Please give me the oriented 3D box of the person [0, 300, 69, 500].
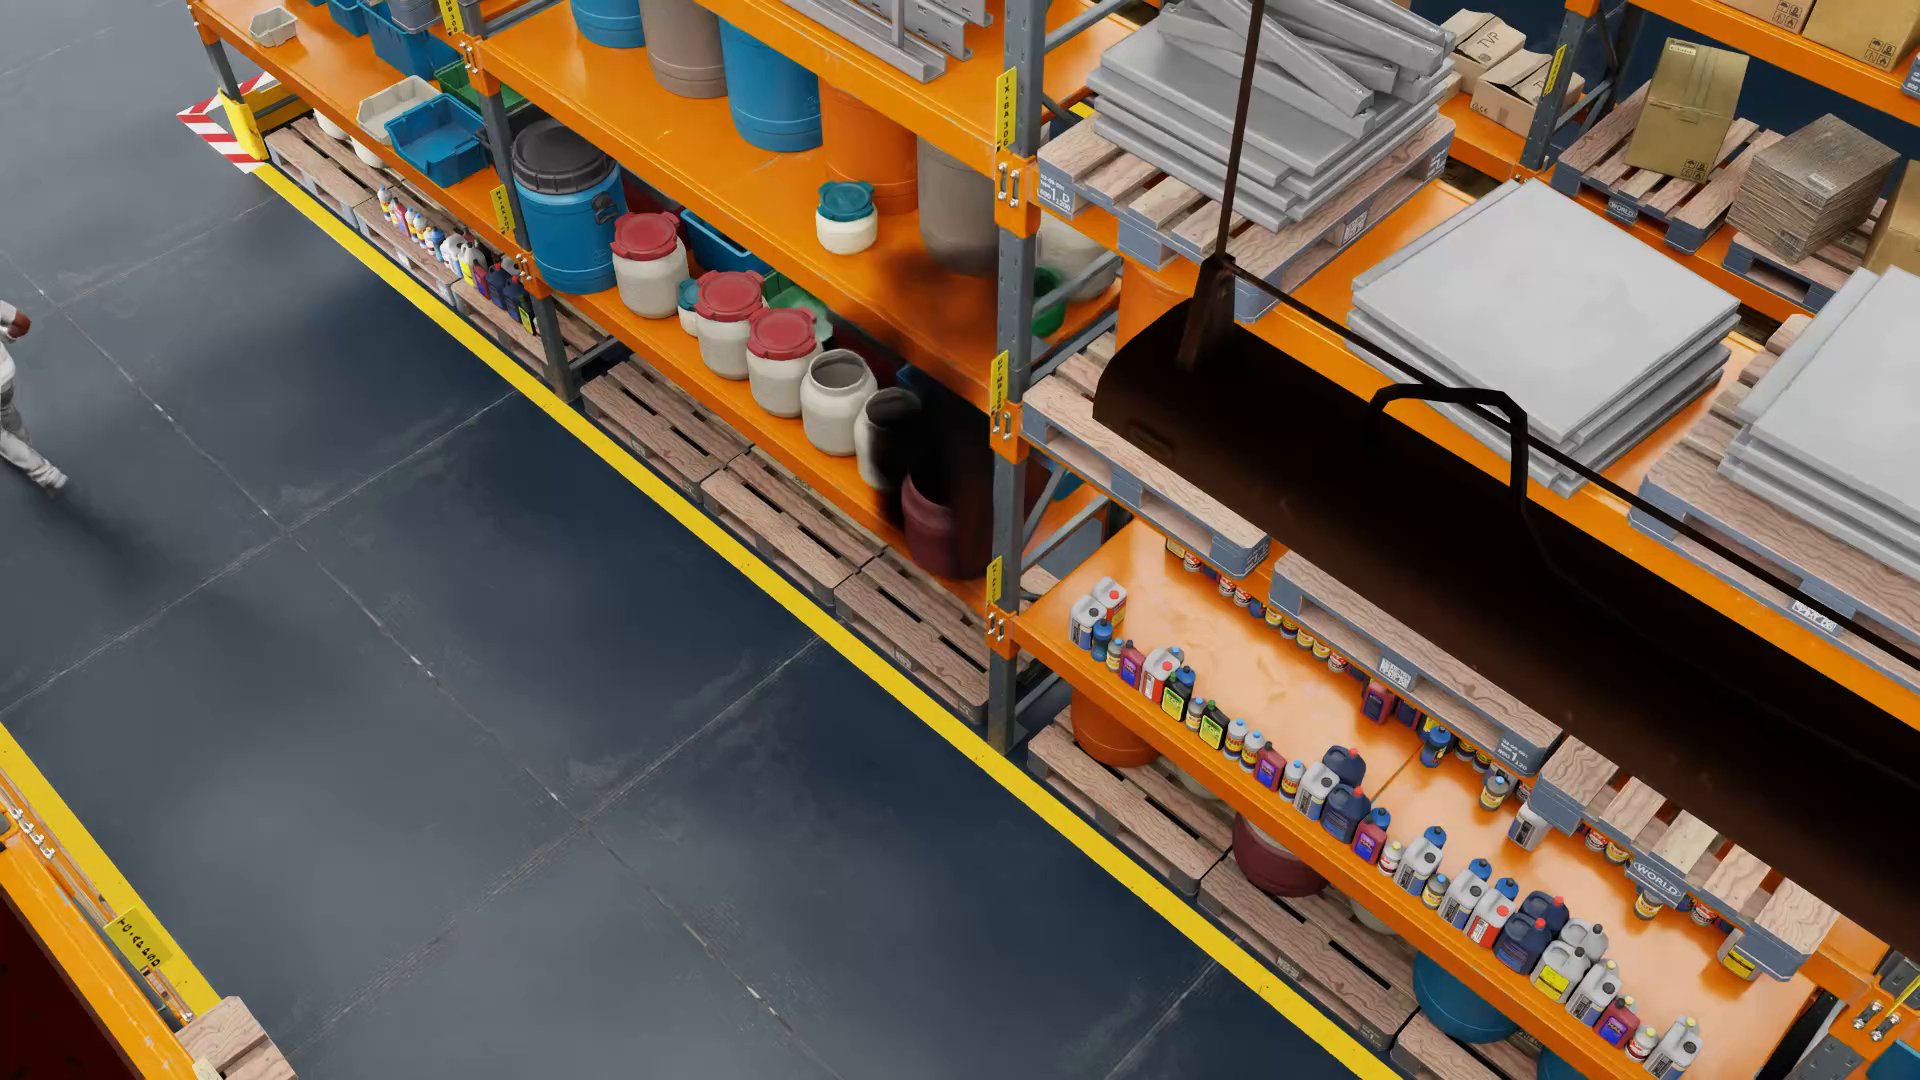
[{"bbox_3d":[-5.906,-0.970,10.043,0.946,1.762,0.696,25,54,19],"label":"person"}]
